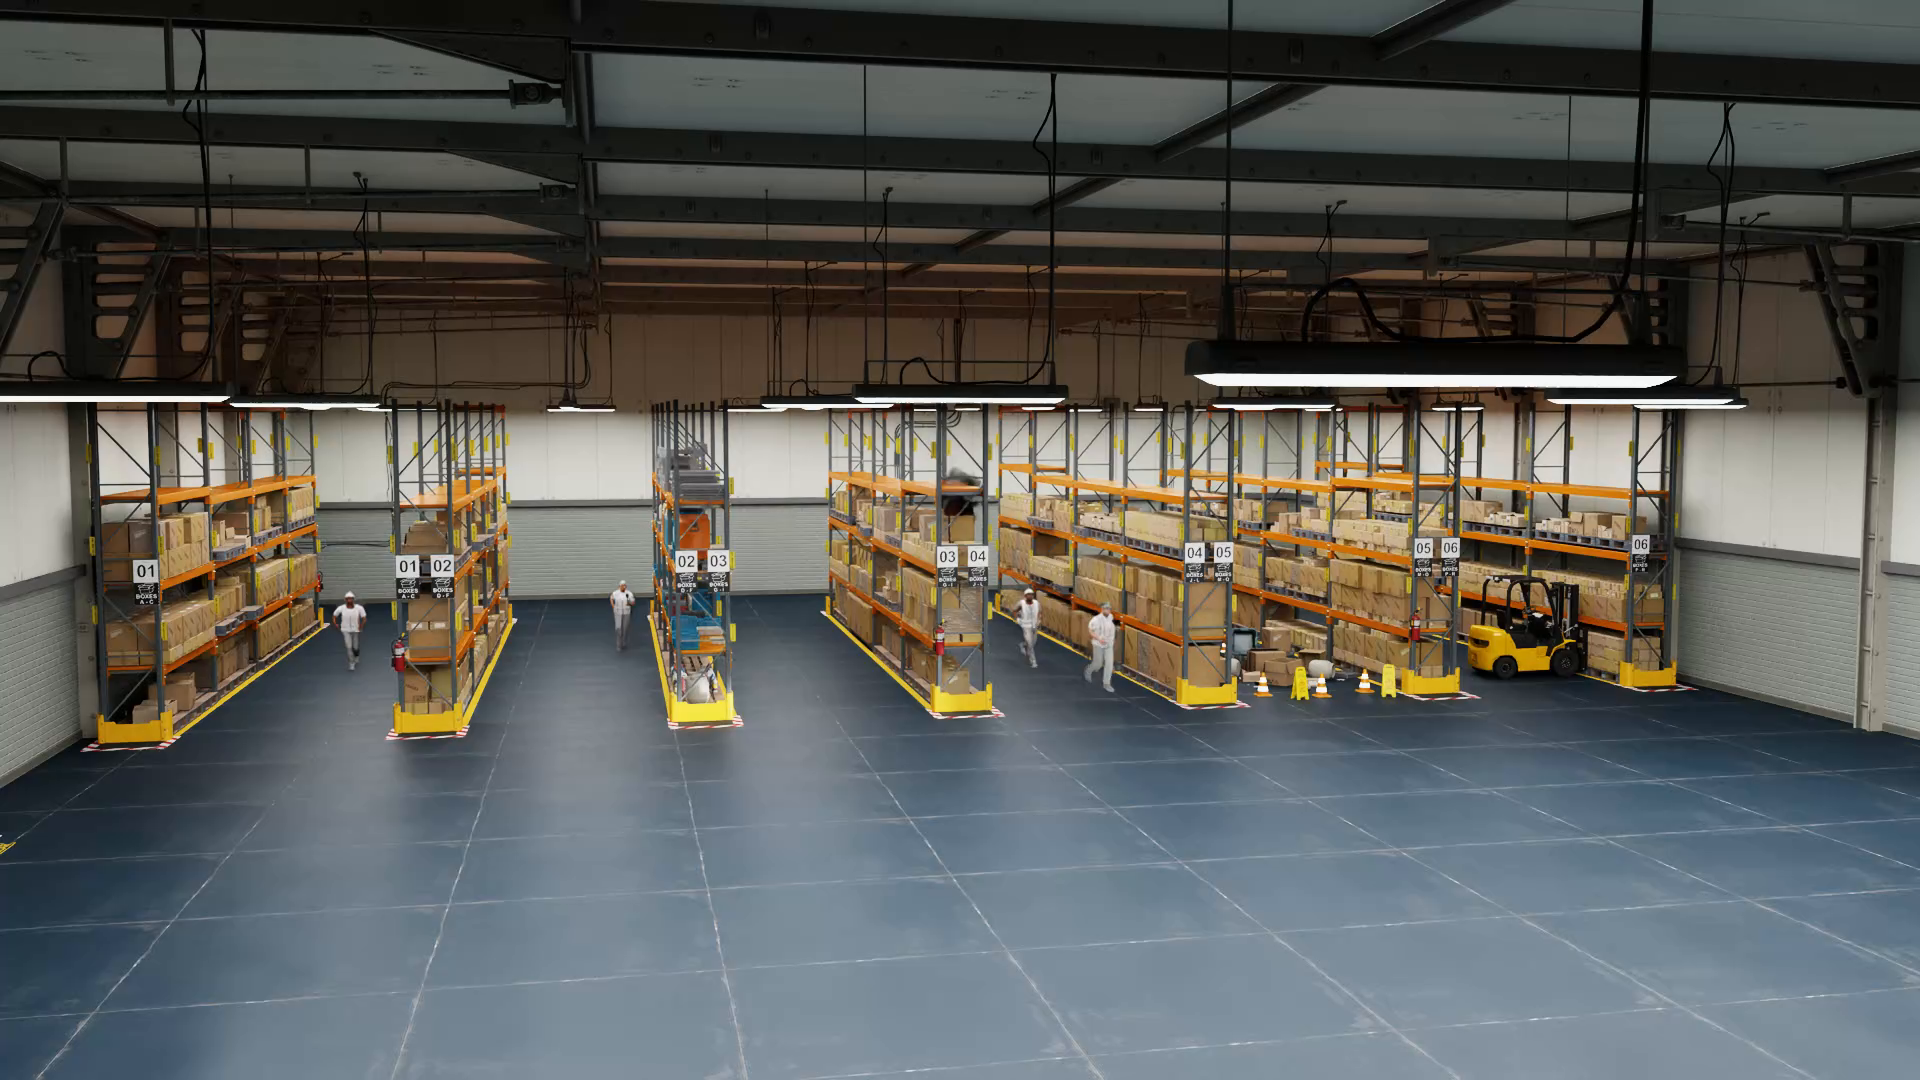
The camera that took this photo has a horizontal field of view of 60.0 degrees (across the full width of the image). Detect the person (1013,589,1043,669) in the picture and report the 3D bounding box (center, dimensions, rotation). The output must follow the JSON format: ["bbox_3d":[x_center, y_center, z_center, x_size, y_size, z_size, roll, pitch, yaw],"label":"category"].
[{"bbox_3d":[1.584,1.996,38.009,0.651,1.773,1.127,-2,5,-24],"label":"person"}]

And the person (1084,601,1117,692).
[{"bbox_3d":[2.823,2.090,33.143,0.686,1.776,0.923,-3,5,-33],"label":"person"}]

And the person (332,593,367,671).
[{"bbox_3d":[-13.711,2.046,37.356,0.723,1.734,0.810,-2,5,-23],"label":"person"}]

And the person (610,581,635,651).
[{"bbox_3d":[-8.221,1.846,40.575,0.588,1.731,0.758,-1,4,-15],"label":"person"}]
